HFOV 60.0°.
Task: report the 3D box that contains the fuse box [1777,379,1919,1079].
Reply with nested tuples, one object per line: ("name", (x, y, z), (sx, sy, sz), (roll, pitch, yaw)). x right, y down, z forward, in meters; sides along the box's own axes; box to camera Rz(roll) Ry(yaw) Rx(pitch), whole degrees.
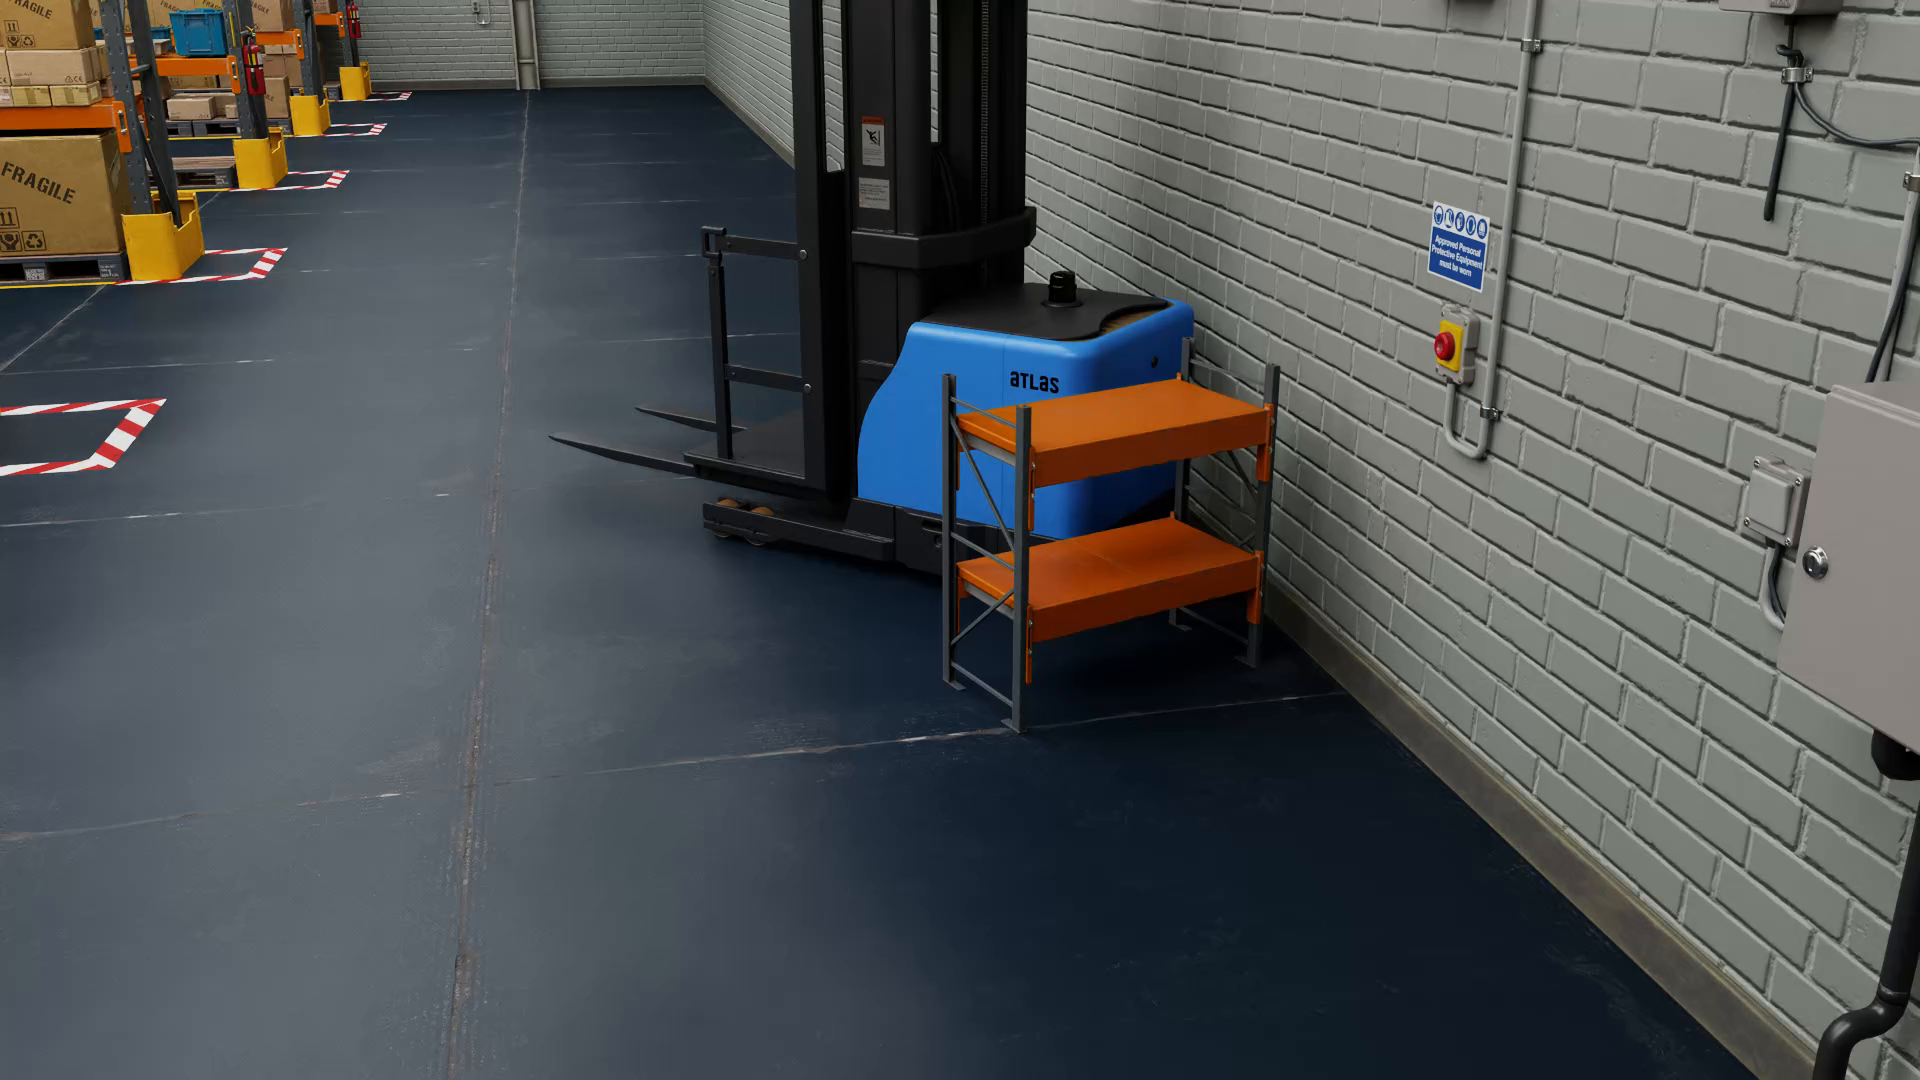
("fuse box", (1.774, 0.592, 3.211), (0.414, 1.711, 0.539), (-5, 21, -12))

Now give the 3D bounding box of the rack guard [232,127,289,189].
("rack guard", (-7.449, -4.081, 17.729), (0.348, 0.500, 1.175), (-5, 21, -12))

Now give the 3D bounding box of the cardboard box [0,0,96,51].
("cardboard box", (-6.743, -3.886, 12.256), (0.500, 0.500, 0.500), (-4, 21, -12))

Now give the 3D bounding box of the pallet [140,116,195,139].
("pallet", (-10.640, -5.433, 21.839), (1.213, 0.211, 1.003), (-5, 21, -12))

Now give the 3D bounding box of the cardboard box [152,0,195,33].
("cardboard box", (-9.970, -6.747, 21.228), (0.500, 0.500, 0.500), (-4, 21, -12))

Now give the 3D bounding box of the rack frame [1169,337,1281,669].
("rack frame", (0.951, -0.137, 6.053), (0.032, 1.125, 0.500), (-12, 23, -29))

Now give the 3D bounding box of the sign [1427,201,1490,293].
("sign", (1.481, -0.876, 4.951), (0.001, 0.218, 0.327), (-5, 21, -12))

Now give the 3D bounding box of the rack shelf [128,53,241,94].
("rack shelf", (-9.416, -4.753, 16.973), (4.000, 0.370, 1.077), (-5, 21, -12))

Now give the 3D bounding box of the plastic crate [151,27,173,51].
("plastic crate", (-8.426, -5.237, 17.406), (0.300, 0.233, 0.416), (-5, 21, -12))

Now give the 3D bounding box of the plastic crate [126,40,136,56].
("plastic crate", (-8.507, -5.010, 16.926), (0.243, 0.136, 0.396), (-5, 21, -12))

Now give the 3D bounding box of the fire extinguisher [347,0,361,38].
("fire extinguisher", (-9.496, -8.211, 26.023), (0.183, 0.674, 0.296), (-5, 21, -12))

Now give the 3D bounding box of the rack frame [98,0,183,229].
("rack frame", (-6.330, -3.591, 12.756), (0.127, 3.000, 1.000), (-5, 21, -12))

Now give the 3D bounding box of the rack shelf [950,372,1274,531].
("rack shelf", (0.516, -0.321, 5.705), (1.000, 0.278, 0.538), (-12, 23, -29))

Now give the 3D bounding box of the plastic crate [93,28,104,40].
("plastic crate", (-9.067, -5.185, 17.263), (0.300, 0.233, 0.416), (-5, 21, -12))

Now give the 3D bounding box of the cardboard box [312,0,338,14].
("cardboard box", (-10.243, -8.662, 26.164), (0.700, 0.700, 0.980), (-4, 20, -10))

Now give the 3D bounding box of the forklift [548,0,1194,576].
("forklift", (-0.534, -1.492, 7.125), (3.031, 2.935, 1.130), (12, 23, 30))

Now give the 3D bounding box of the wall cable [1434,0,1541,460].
("wall cable", (1.433, -1.219, 4.760), (0.123, 1.953, 0.585), (-5, 21, -12))

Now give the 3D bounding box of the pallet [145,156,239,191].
("pallet", (-8.281, -3.887, 17.619), (1.213, 0.211, 1.003), (-5, 21, -12))

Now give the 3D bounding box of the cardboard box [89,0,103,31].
("cardboard box", (-10.955, -6.667, 21.008), (0.500, 0.500, 0.500), (-5, 21, -13))

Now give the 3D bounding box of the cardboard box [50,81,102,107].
("cardboard box", (-6.601, -3.334, 12.421), (0.250, 0.149, 0.380), (-4, 21, -11))

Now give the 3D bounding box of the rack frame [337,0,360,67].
("rack frame", (-9.749, -8.565, 26.335), (0.127, 3.000, 1.000), (-5, 21, -12))

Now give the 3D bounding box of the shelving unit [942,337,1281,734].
("shelving unit", (0.516, -0.046, 5.806), (1.048, 1.125, 0.538), (-12, 23, -29))

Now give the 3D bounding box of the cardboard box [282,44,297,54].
("cardboard box", (-10.490, -7.733, 26.144), (0.250, 0.149, 0.380), (-5, 21, -13))

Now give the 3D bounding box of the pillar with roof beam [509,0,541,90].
("pillar with roof beam", (-6.330, -10.444, 22.743), (0.400, 9.000, 9.100), (-5, 21, -12))

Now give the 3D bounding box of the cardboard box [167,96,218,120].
("cardboard box", (-10.010, -5.632, 21.686), (0.500, 0.250, 0.500), (-5, 21, -12))

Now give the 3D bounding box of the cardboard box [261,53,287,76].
("cardboard box", (-10.894, -7.460, 26.342), (0.500, 0.500, 0.700), (-5, 21, -13))

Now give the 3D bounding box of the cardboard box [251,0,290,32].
("cardboard box", (-8.979, -6.827, 21.446), (0.500, 0.500, 0.500), (-4, 20, -11))

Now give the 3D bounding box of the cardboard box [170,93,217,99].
("cardboard box", (-10.173, -5.795, 22.132), (0.500, 0.250, 0.500), (-5, 21, -12))

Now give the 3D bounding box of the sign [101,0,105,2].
("sign", (-6.218, -4.063, 12.017), (0.005, 0.325, 0.100), (-5, 21, -12))

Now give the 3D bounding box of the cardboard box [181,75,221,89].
("cardboard box", (-11.901, -7.375, 26.111), (0.500, 0.500, 0.700), (-4, 21, -11))

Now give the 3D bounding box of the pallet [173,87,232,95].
("pallet", (-11.694, -7.071, 26.310), (1.213, 0.211, 1.003), (-5, 21, -12))

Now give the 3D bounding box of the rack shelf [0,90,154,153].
("rack shelf", (-8.276, -3.095, 12.448), (4.000, 0.370, 1.077), (-5, 21, -12))

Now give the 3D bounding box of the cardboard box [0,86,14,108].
("cardboard box", (-7.099, -3.294, 12.310), (0.250, 0.149, 0.380), (-5, 21, -12))

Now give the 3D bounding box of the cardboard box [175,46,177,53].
("cardboard box", (-12.007, -7.609, 25.805), (0.250, 0.149, 0.380), (-5, 21, -14))

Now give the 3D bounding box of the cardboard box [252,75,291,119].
("cardboard box", (-9.078, -5.814, 21.821), (0.500, 0.500, 0.500), (-5, 21, -12))

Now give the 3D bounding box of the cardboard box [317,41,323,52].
("cardboard box", (-10.332, -7.881, 26.548), (0.250, 0.149, 0.380), (-5, 21, -12))

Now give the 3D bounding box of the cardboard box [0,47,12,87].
("cardboard box", (-7.234, -3.493, 12.274), (0.500, 0.250, 0.500), (-5, 21, -13))
